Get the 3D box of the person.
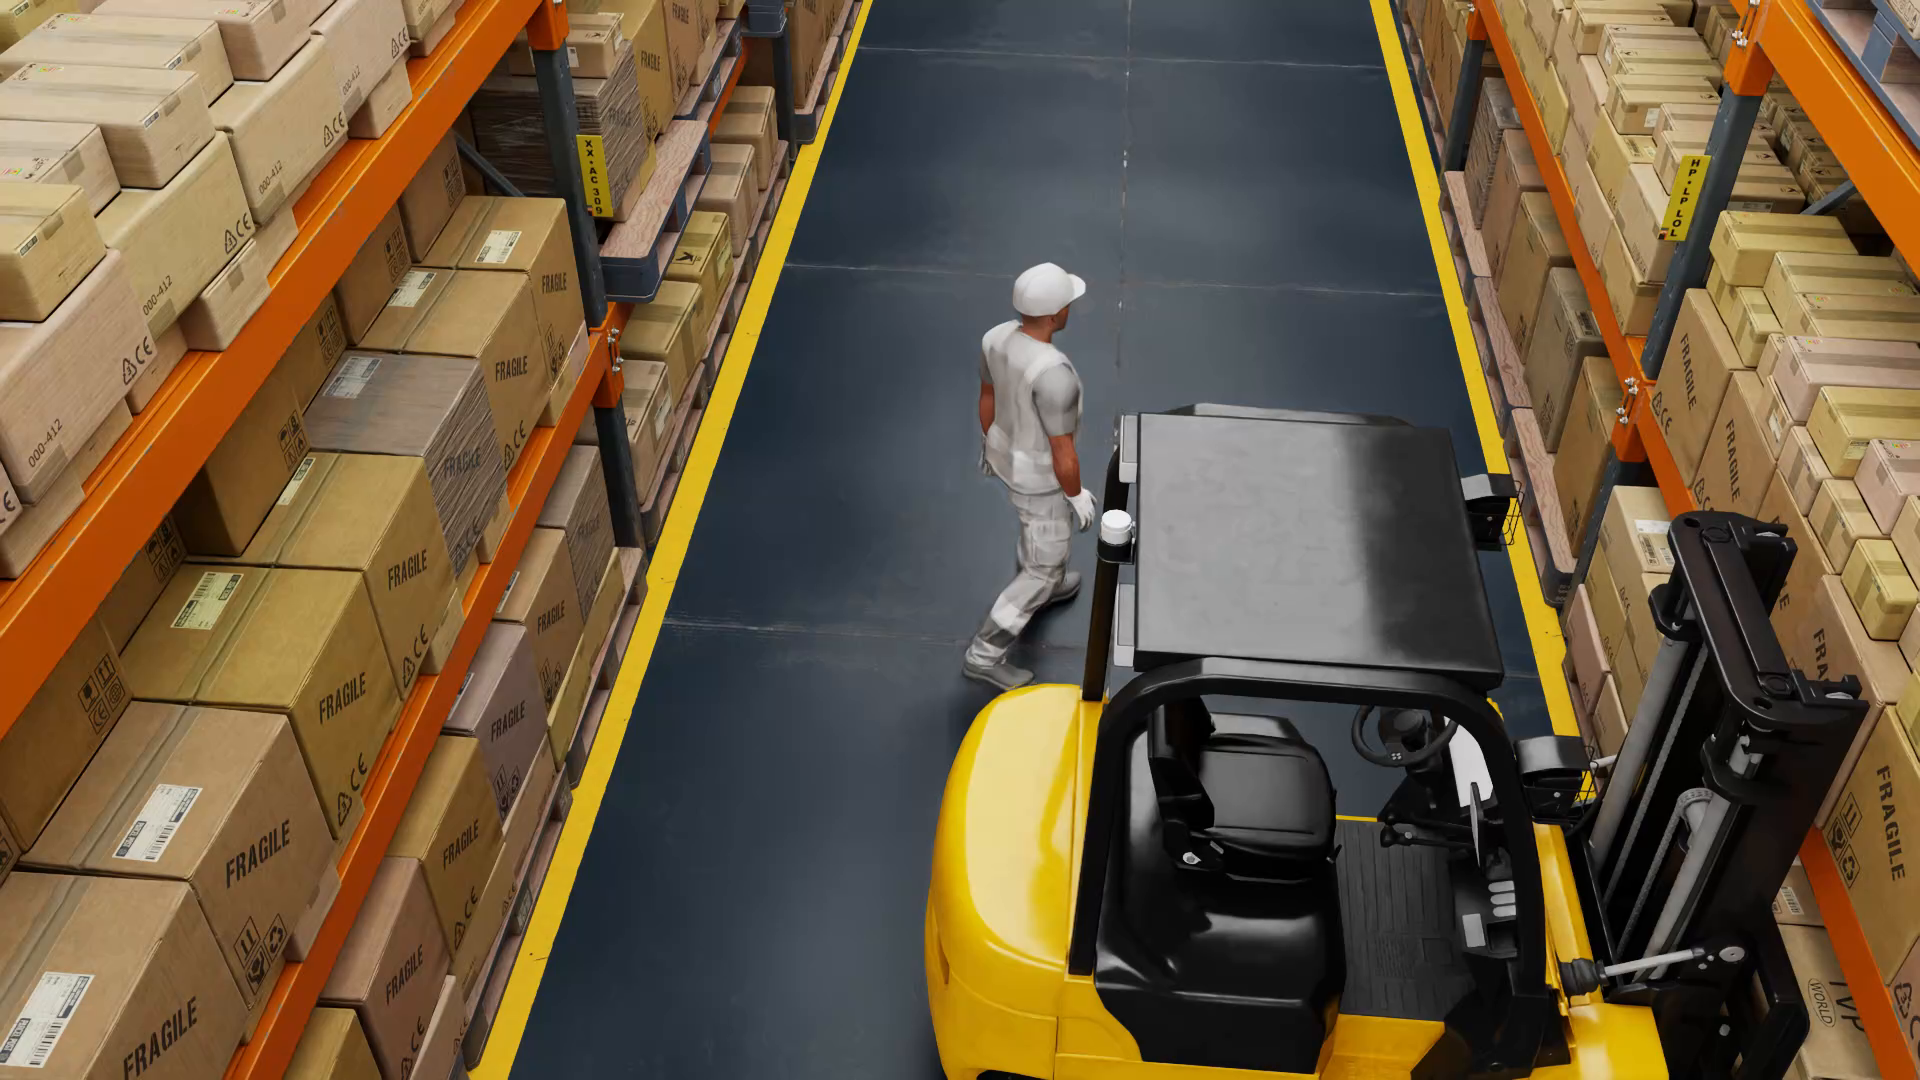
[{"bbox_3d":[0.275,-0.255,6.449,0.784,1.769,0.666,-18,43,-21],"label":"person"}]
